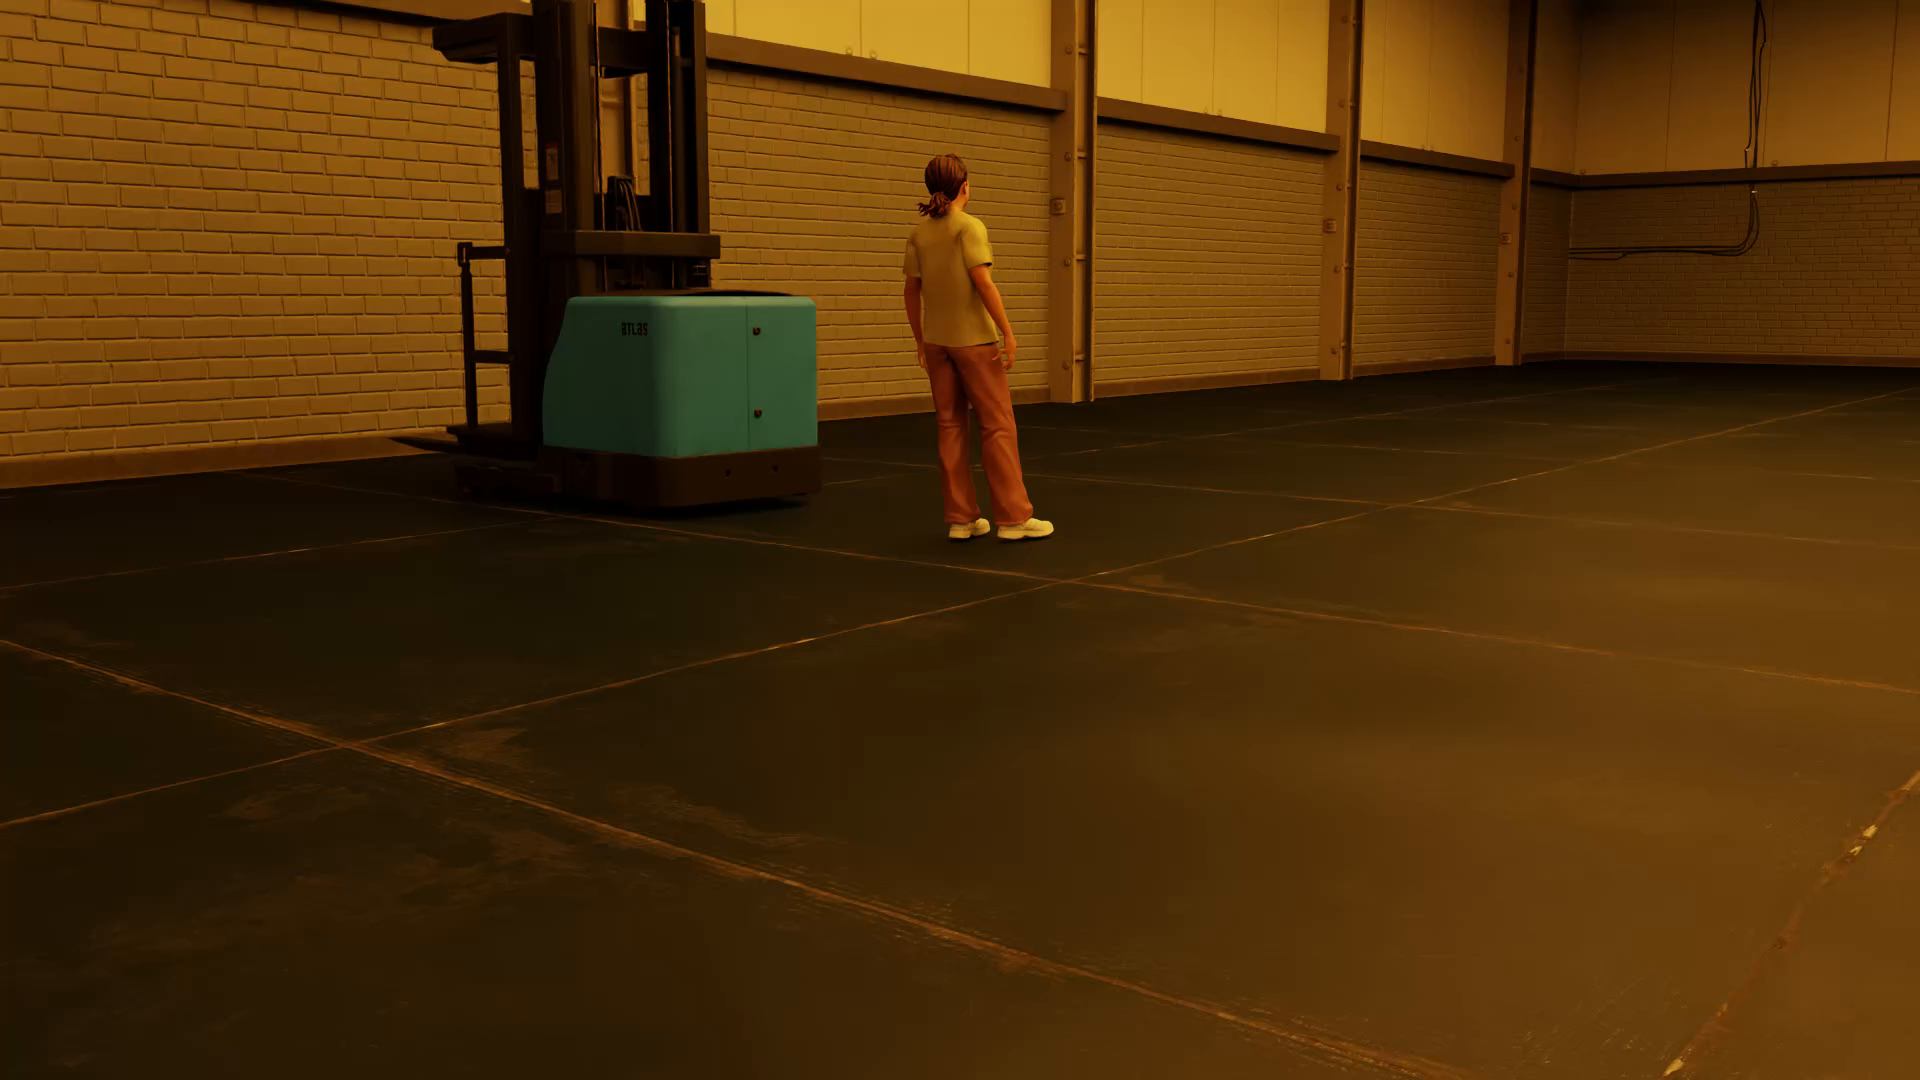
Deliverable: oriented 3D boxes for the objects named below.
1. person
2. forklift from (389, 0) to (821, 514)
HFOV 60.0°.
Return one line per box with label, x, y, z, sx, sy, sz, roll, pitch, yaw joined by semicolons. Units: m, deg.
person;0.056;-0.844;7.332;0.552;1.674;0.548;7;11;38
forklift;-2.140;-1.734;9.132;3.031;2.935;1.130;8;11;43
